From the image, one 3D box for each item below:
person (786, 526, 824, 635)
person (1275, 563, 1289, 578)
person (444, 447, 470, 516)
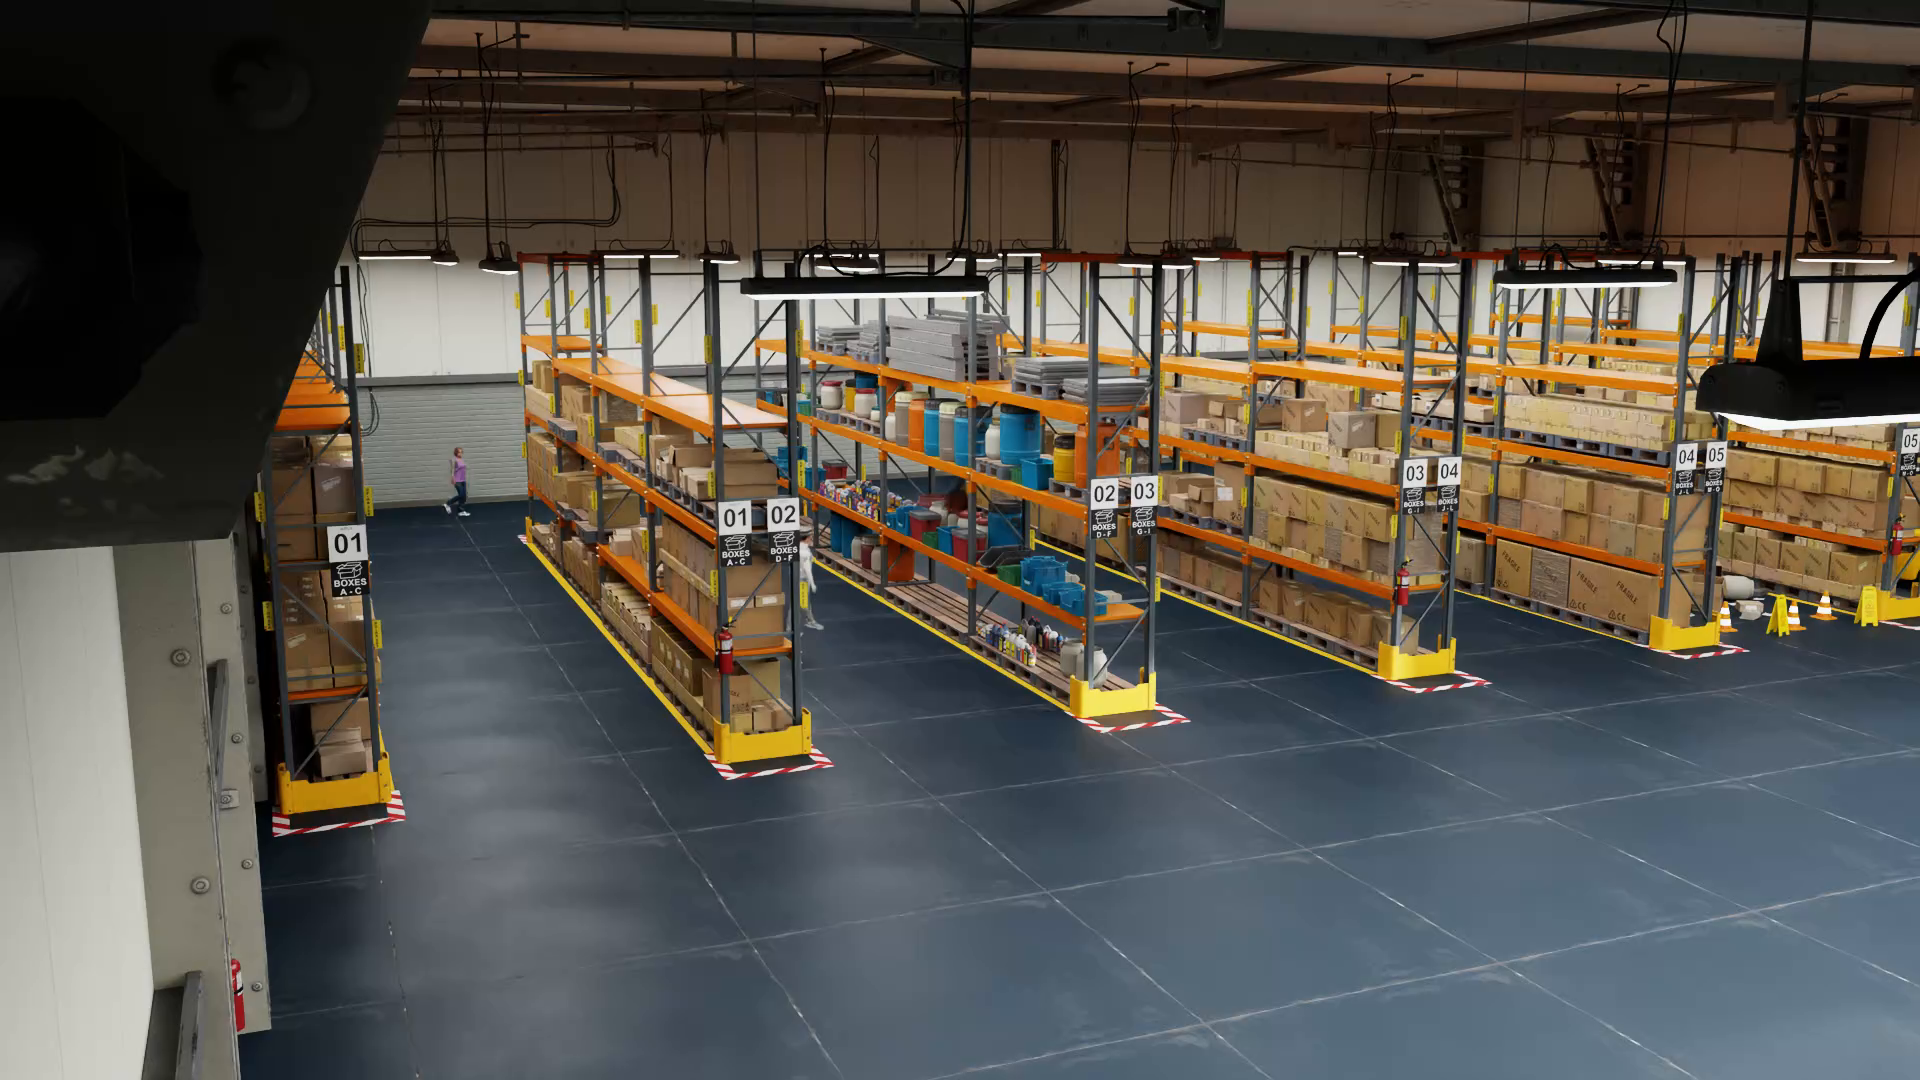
[{"bbox_3d":[-2.389,0.612,25.483,0.600,1.672,0.630,-1,10,-7],"label":"person"},{"bbox_3d":[5.954,-0.020,30.410,0.528,1.721,0.586,6,12,32],"label":"person"},{"bbox_3d":[-11.456,-1.328,37.859,0.516,1.578,0.428,1,10,6],"label":"person"}]
